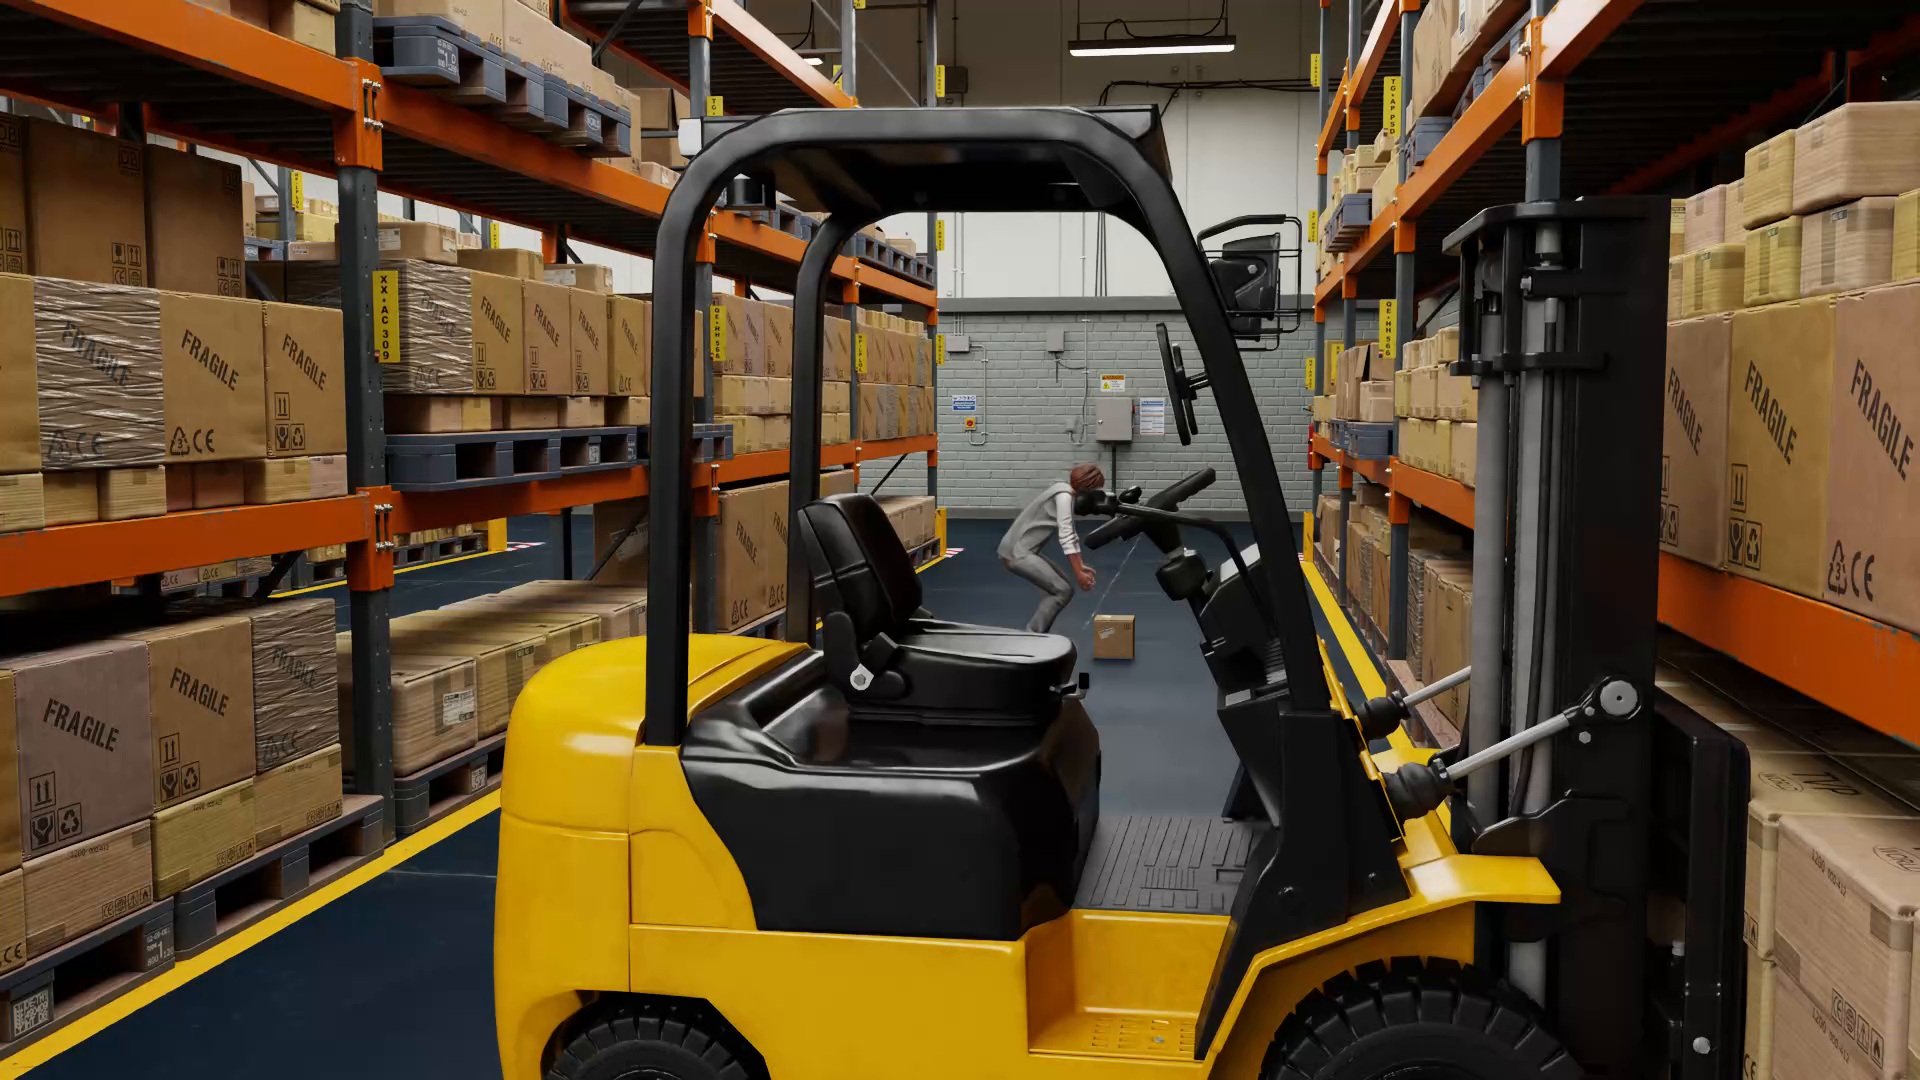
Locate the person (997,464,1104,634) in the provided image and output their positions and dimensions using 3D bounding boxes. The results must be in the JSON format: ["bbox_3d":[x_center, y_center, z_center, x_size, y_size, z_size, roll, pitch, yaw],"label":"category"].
[{"bbox_3d":[0.588,0.134,10.785,0.688,1.228,0.462,1,5,9],"label":"person"}]
